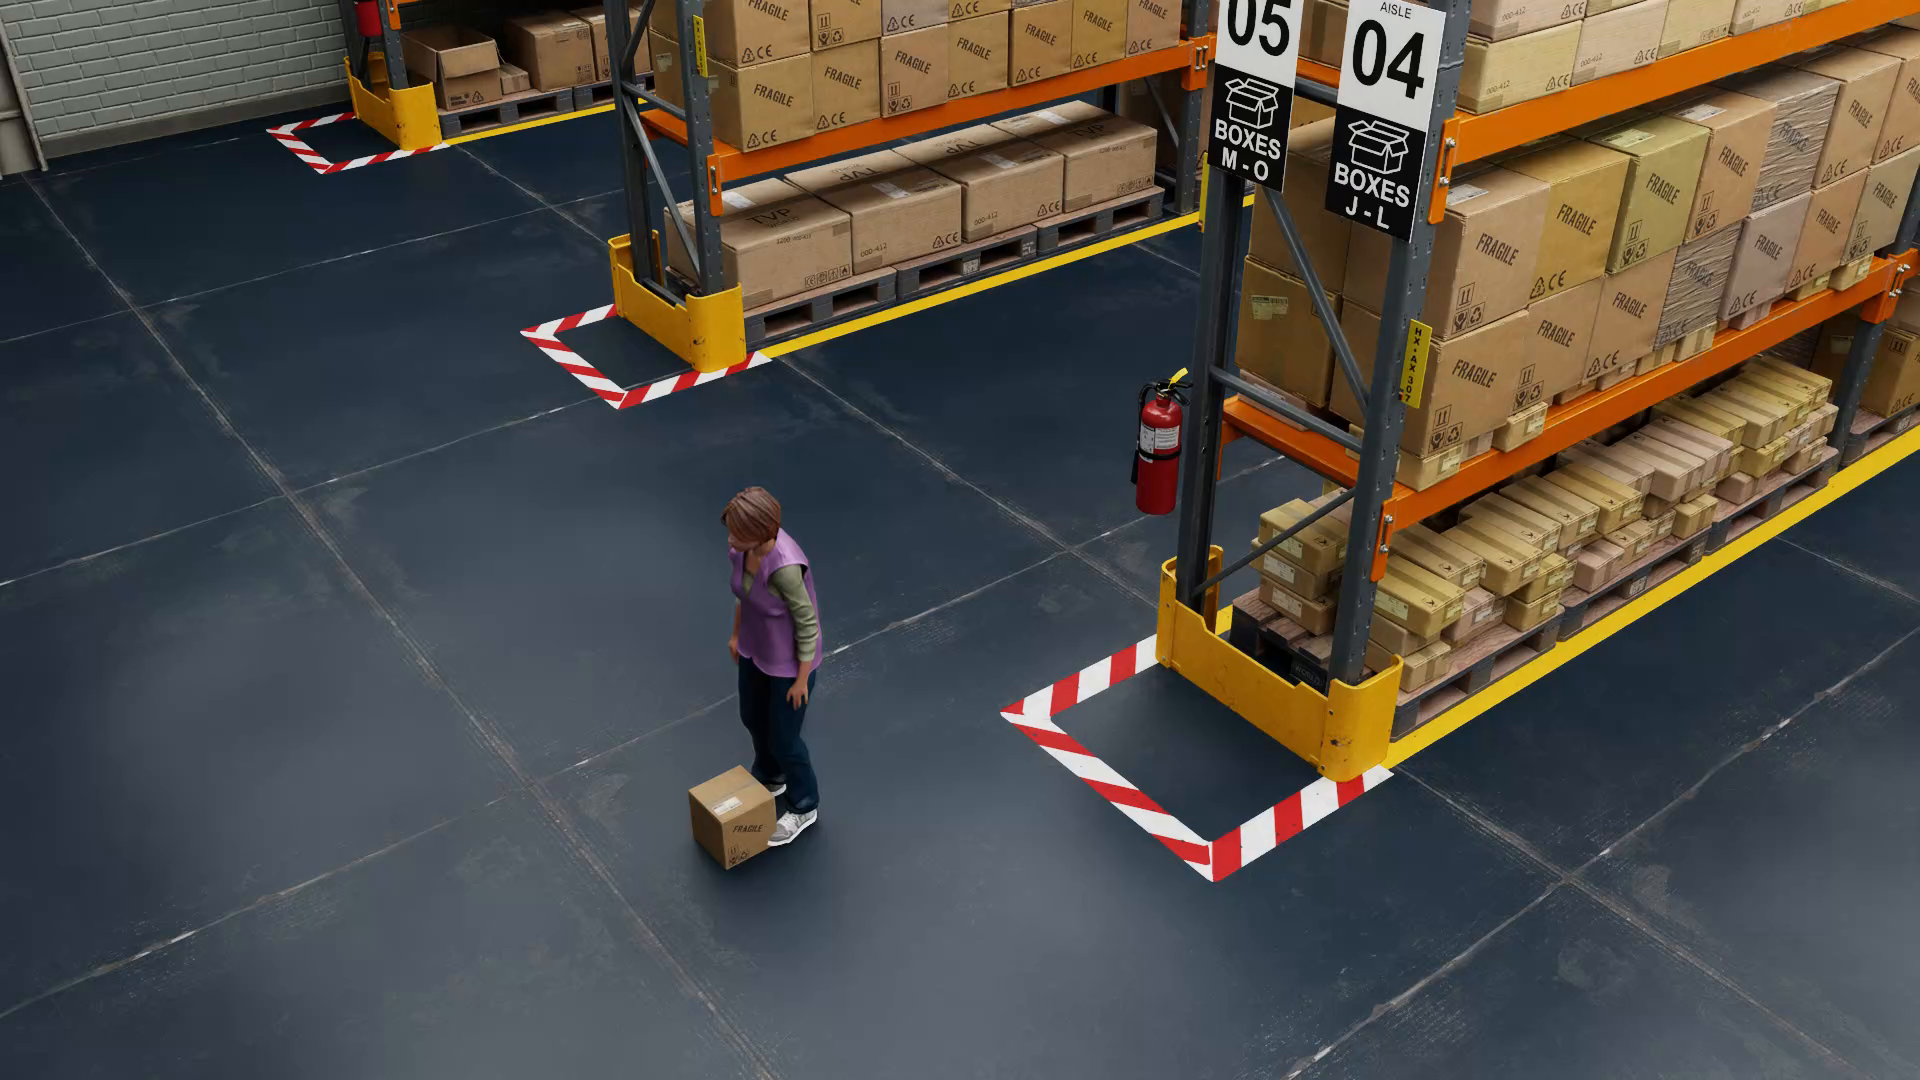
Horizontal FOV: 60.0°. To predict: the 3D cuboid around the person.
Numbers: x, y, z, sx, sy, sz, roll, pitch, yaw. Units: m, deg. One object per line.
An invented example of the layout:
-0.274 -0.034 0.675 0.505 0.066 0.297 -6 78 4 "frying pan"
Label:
-0.724 0.463 6.426 0.347 1.592 0.481 -25 40 -34 "person"
